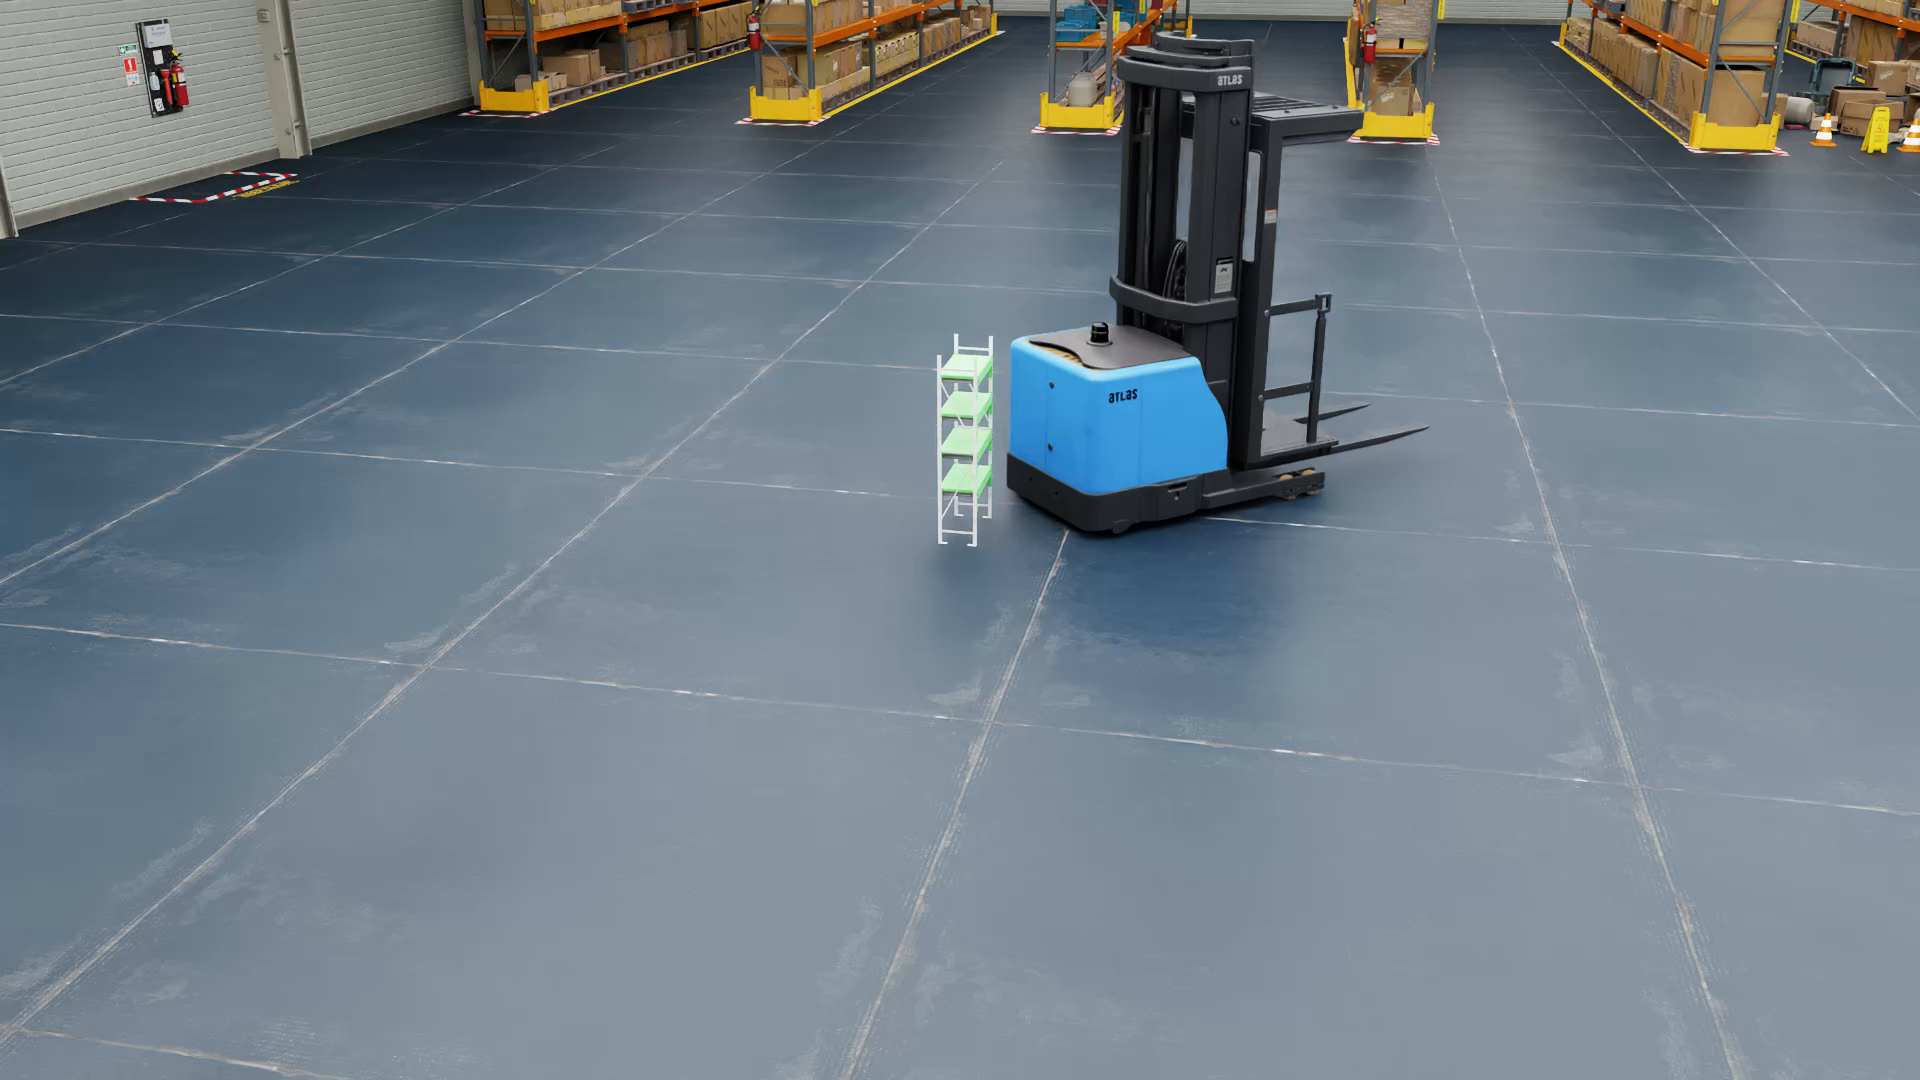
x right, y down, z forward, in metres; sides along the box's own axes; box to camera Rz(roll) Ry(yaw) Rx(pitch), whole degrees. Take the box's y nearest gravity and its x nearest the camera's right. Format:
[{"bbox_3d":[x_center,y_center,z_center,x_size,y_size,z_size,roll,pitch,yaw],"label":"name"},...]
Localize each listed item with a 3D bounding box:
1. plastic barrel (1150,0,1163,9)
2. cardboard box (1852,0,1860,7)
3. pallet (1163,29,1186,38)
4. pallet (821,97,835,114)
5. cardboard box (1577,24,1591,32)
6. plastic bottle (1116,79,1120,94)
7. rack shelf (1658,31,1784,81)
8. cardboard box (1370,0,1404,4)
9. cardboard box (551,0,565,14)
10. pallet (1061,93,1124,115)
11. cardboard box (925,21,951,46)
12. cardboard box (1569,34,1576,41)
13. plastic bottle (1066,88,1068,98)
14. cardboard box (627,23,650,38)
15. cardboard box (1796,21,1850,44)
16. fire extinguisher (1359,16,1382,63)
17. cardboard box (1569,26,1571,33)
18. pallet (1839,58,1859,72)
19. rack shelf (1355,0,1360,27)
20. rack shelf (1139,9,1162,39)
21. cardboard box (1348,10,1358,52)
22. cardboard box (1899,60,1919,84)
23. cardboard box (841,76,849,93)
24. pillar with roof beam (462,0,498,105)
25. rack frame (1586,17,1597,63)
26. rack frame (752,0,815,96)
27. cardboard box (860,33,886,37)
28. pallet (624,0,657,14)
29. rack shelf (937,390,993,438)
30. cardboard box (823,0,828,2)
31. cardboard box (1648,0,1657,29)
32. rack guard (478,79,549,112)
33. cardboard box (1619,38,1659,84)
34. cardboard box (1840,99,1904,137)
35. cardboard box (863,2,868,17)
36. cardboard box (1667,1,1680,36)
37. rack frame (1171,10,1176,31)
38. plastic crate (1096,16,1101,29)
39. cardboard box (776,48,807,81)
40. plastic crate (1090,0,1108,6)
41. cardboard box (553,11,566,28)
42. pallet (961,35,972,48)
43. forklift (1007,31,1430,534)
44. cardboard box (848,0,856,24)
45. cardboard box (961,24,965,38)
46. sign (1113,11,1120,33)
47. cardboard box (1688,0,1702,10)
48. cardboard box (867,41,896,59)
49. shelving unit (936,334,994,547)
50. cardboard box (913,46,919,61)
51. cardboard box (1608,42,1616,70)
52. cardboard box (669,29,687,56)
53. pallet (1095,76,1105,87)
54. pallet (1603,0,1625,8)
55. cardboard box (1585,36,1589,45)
[{"bbox_3d":[3.767,-10.904,33.231,0.600,0.536,0.708,4,22,11],"label":"plastic barrel"},{"bbox_3d":[18.479,-10.964,33.763,0.500,0.250,0.500,4,22,10],"label":"cardboard box"},{"bbox_3d":[4.991,-12.368,40.779,1.003,0.211,1.213,4,22,11],"label":"pallet"},{"bbox_3d":[-2.801,-7.477,28.635,1.003,0.211,1.213,4,22,11],"label":"pallet"},{"bbox_3d":[14.077,-11.485,37.313,0.380,0.149,0.250,4,22,9],"label":"cardboard box"},{"bbox_3d":[2.739,-7.922,29.072,0.097,0.271,0.097,0,22,0],"label":"plastic bottle"},{"bbox_3d":[12.024,-7.713,26.453,1.077,0.370,4.000,4,22,11],"label":"rack shelf"},{"bbox_3d":[6.651,-8.599,25.818,0.500,0.500,0.500,4,22,11],"label":"cardboard box"},{"bbox_3d":[-7.264,-9.483,29.054,0.500,0.500,0.500,5,22,11],"label":"cardboard box"},{"bbox_3d":[2.324,-7.588,28.911,1.003,0.211,1.213,4,22,11],"label":"pallet"},{"bbox_3d":[-0.499,-11.354,37.288,0.500,0.500,0.500,5,22,12],"label":"cardboard box"},{"bbox_3d":[14.284,-11.594,38.379,0.380,0.149,0.250,5,22,12],"label":"cardboard box"},{"bbox_3d":[1.878,-7.719,28.662,0.097,0.201,0.097,0,22,0],"label":"plastic bottle"},{"bbox_3d":[-6.627,-10.341,33.768,0.500,0.250,0.500,4,22,9],"label":"cardboard box"},{"bbox_3d":[19.711,-11.584,37.969,0.875,0.438,0.875,4,22,9],"label":"cardboard box"},{"bbox_3d":[6.307,-7.688,25.531,0.296,0.674,0.183,4,22,11],"label":"fire extinguisher"},{"bbox_3d":[14.412,-11.909,38.765,0.380,0.149,0.250,4,22,11],"label":"cardboard box"},{"bbox_3d":[18.848,-9.782,34.360,1.003,0.211,1.213,4,22,11],"label":"pallet"},{"bbox_3d":[8.822,-11.054,34.748,1.077,0.370,4.000,4,22,11],"label":"rack shelf"},{"bbox_3d":[3.157,-9.969,32.054,1.077,0.370,4.000,4,22,11],"label":"rack shelf"},{"bbox_3d":[8.937,-10.766,35.352,1.225,0.875,0.875,4,22,9],"label":"cardboard box"},{"bbox_3d":[17.990,-8.671,30.823,0.950,0.372,0.625,3,22,7],"label":"cardboard box"},{"bbox_3d":[-2.281,-8.134,29.654,0.500,0.250,0.500,4,22,11],"label":"cardboard box"},{"bbox_3d":[-4.256,-11.640,27.210,9.100,9.000,0.400,4,22,11],"label":"pillar with roof beam"},{"bbox_3d":[14.065,-11.704,35.400,1.000,3.000,0.127,4,22,11],"label":"rack frame"},{"bbox_3d":[-2.916,-8.487,27.412,1.000,3.000,0.127,4,22,11],"label":"rack frame"},{"bbox_3d":[-1.777,-10.230,34.108,0.500,0.311,0.500,4,22,10],"label":"cardboard box"},{"bbox_3d":[-6.652,-10.506,32.681,1.003,0.211,1.213,4,22,11],"label":"pallet"},{"bbox_3d":[0.034,-0.780,10.214,0.258,0.148,0.480,4,22,11],"label":"rack shelf"},{"bbox_3d":[-2.468,-9.241,28.283,0.380,0.149,0.250,4,22,10],"label":"cardboard box"},{"bbox_3d":[12.380,-9.221,29.099,0.500,0.500,0.500,4,22,10],"label":"cardboard box"},{"bbox_3d":[-7.751,-7.732,28.882,1.175,0.500,0.348,4,22,11],"label":"rack guard"},{"bbox_3d":[12.861,-8.857,30.779,1.050,0.750,0.750,5,22,12],"label":"cardboard box"},{"bbox_3d":[14.363,-6.652,26.198,0.797,0.503,0.637,-11,25,-26],"label":"cardboard box"},{"bbox_3d":[-2.042,-10.064,31.527,0.500,0.250,0.500,6,23,14],"label":"cardboard box"},{"bbox_3d":[12.369,-8.712,27.770,0.875,0.550,0.550,4,22,11],"label":"cardboard box"},{"bbox_3d":[4.381,-12.497,37.368,1.000,3.000,0.127,4,22,11],"label":"rack frame"},{"bbox_3d":[2.195,-8.998,28.963,0.450,0.188,0.662,4,22,11],"label":"plastic crate"},{"bbox_3d":[-2.908,-8.340,29.161,0.500,0.500,0.500,4,22,11],"label":"cardboard box"},{"bbox_3d":[2.548,-9.801,30.589,0.402,0.464,0.583,4,22,11],"label":"plastic crate"},{"bbox_3d":[-7.264,-9.148,29.227,0.500,0.250,0.500,4,22,9],"label":"cardboard box"},{"bbox_3d":[-0.326,-11.833,39.453,1.003,0.211,1.213,4,22,11],"label":"pallet"},{"bbox_3d":[1.845,-1.782,10.855,3.031,2.935,1.130,-12,25,-28],"label":"forklift"},{"bbox_3d":[-2.285,-9.640,30.141,0.700,0.500,0.500,4,22,10],"label":"cardboard box"},{"bbox_3d":[-0.170,-11.970,39.069,0.500,0.311,0.500,4,22,11],"label":"cardboard box"},{"bbox_3d":[2.470,-8.193,26.311,0.100,0.325,0.005,4,22,11],"label":"sign"},{"bbox_3d":[11.980,-8.625,26.108,0.875,0.550,0.500,4,22,11],"label":"cardboard box"},{"bbox_3d":[-1.560,-9.634,32.626,0.500,0.311,0.500,4,22,9],"label":"cardboard box"},{"bbox_3d":[0.034,-0.617,10.280,0.258,1.200,0.503,4,22,11],"label":"shelving unit"},{"bbox_3d":[-1.152,-10.121,34.588,0.500,0.250,0.500,5,22,12],"label":"cardboard box"},{"bbox_3d":[13.127,-9.537,32.803,0.500,0.500,0.500,4,22,11],"label":"cardboard box"},{"bbox_3d":[-6.230,-10.566,35.332,0.700,0.500,0.500,5,22,12],"label":"cardboard box"},{"bbox_3d":[2.871,-8.568,31.344,1.003,0.211,1.213,4,22,11],"label":"pallet"},{"bbox_3d":[13.612,-10.879,33.608,1.003,0.211,1.213,4,22,11],"label":"pallet"},{"bbox_3d":[13.818,-10.854,36.144,0.380,0.149,0.250,5,22,12],"label":"cardboard box"}]
